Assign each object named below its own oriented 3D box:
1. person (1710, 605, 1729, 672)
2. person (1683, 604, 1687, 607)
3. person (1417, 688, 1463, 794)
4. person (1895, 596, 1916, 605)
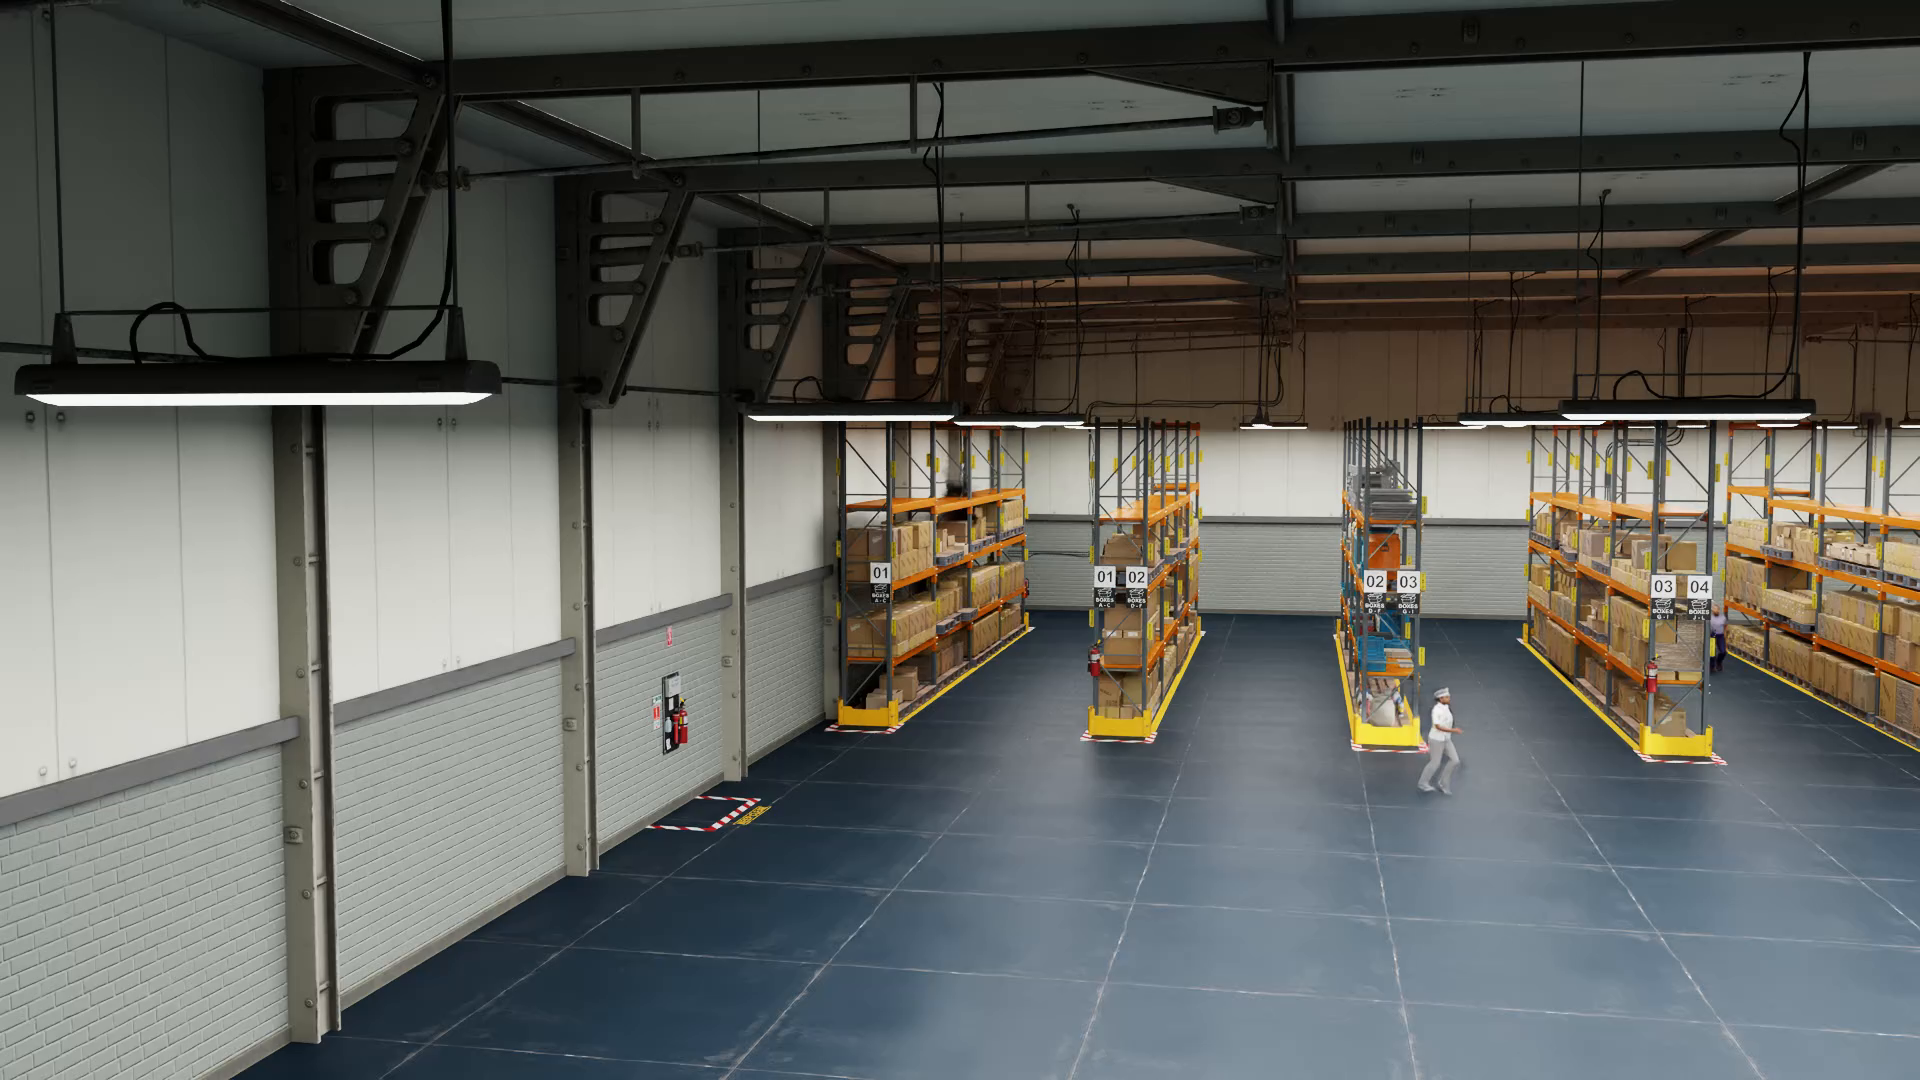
[{"bbox_3d":[17.963,2.350,39.469,0.592,1.607,0.559,1,4,14],"label":"person"},{"bbox_3d":[19.041,1.976,44.618,0.553,1.695,0.790,-2,4,-30],"label":"person"},{"bbox_3d":[7.616,3.193,26.278,0.718,1.756,0.598,3,5,37],"label":"person"},{"bbox_3d":[25.281,1.976,44.503,0.845,1.754,0.664,1,4,11],"label":"person"}]
